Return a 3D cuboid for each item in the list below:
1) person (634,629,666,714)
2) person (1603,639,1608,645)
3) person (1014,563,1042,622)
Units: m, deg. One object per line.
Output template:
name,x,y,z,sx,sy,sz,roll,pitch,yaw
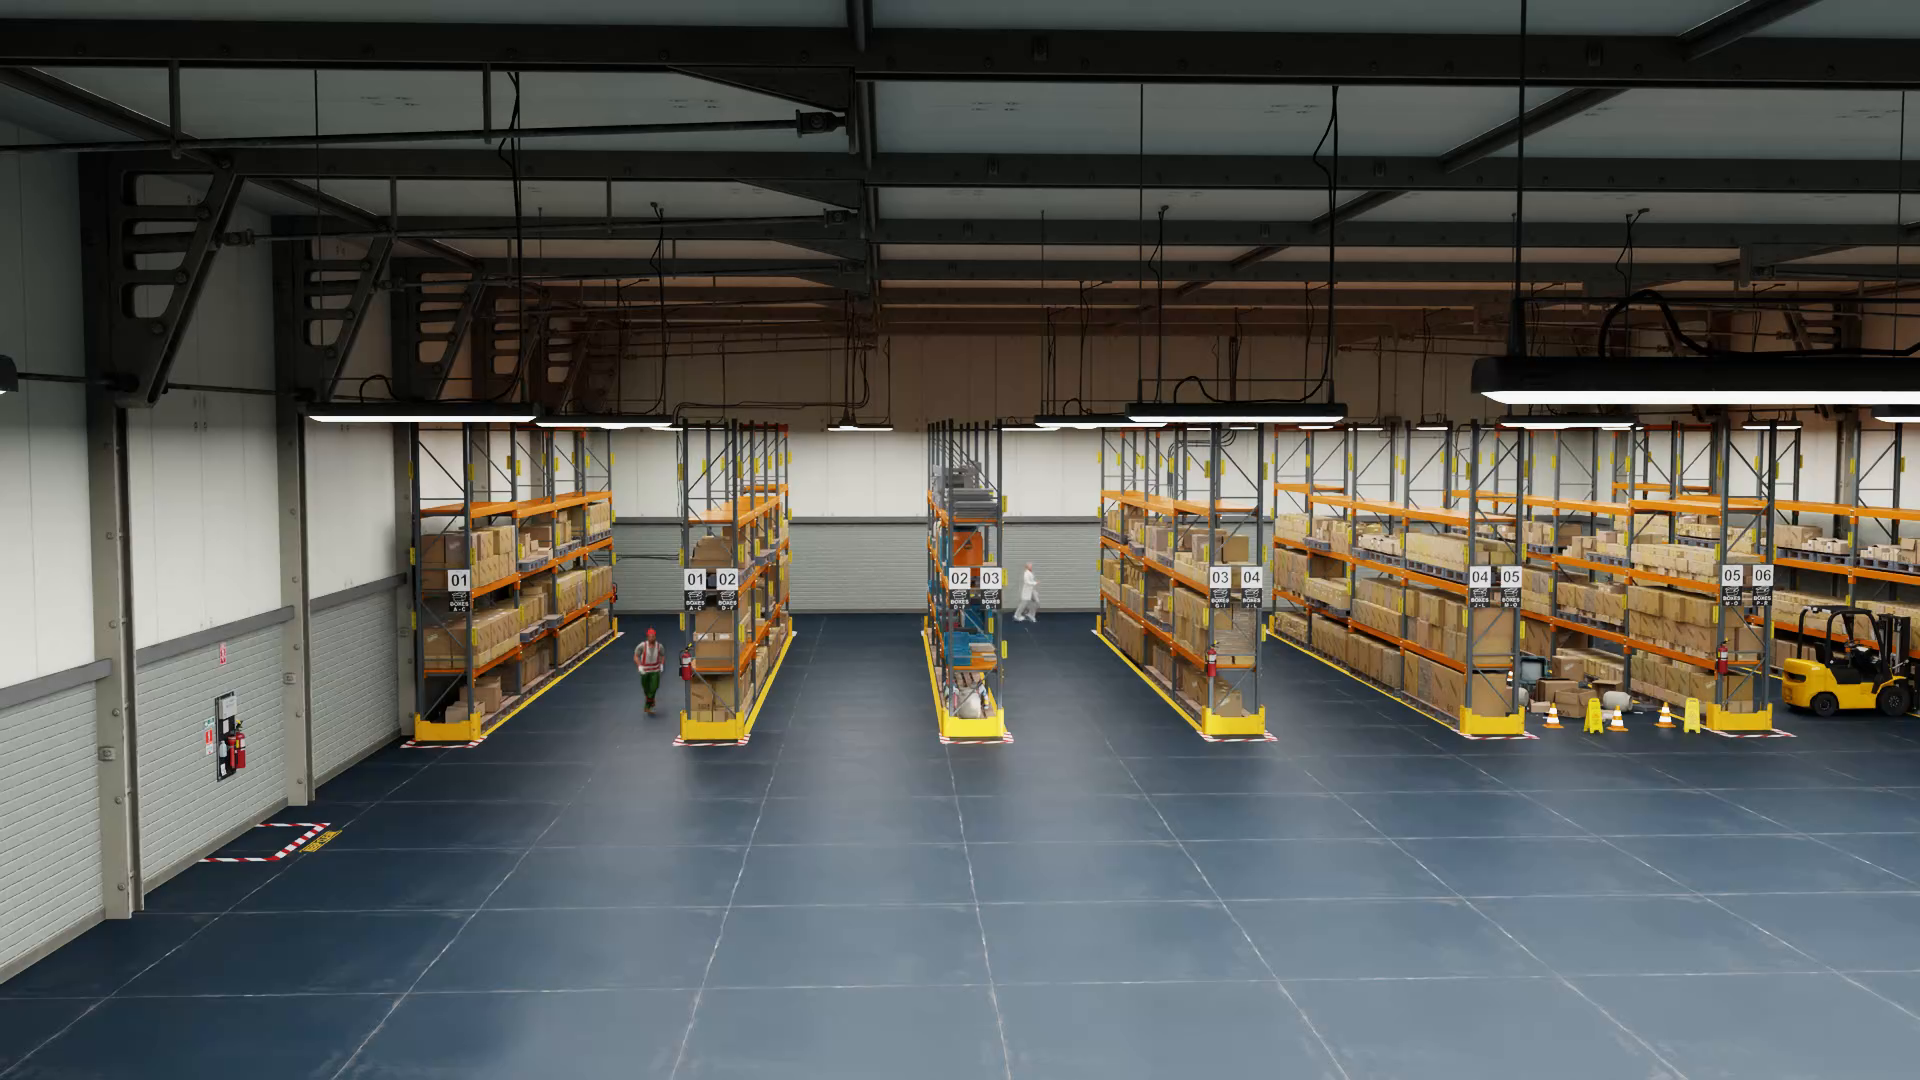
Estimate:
person,-6.367,2.679,34.135,0.651,1.734,0.627,-1,4,-15
person,16.995,2.032,44.498,0.610,1.660,0.870,-1,4,-22
person,2.084,1.604,50.608,0.907,1.836,0.690,1,4,21
